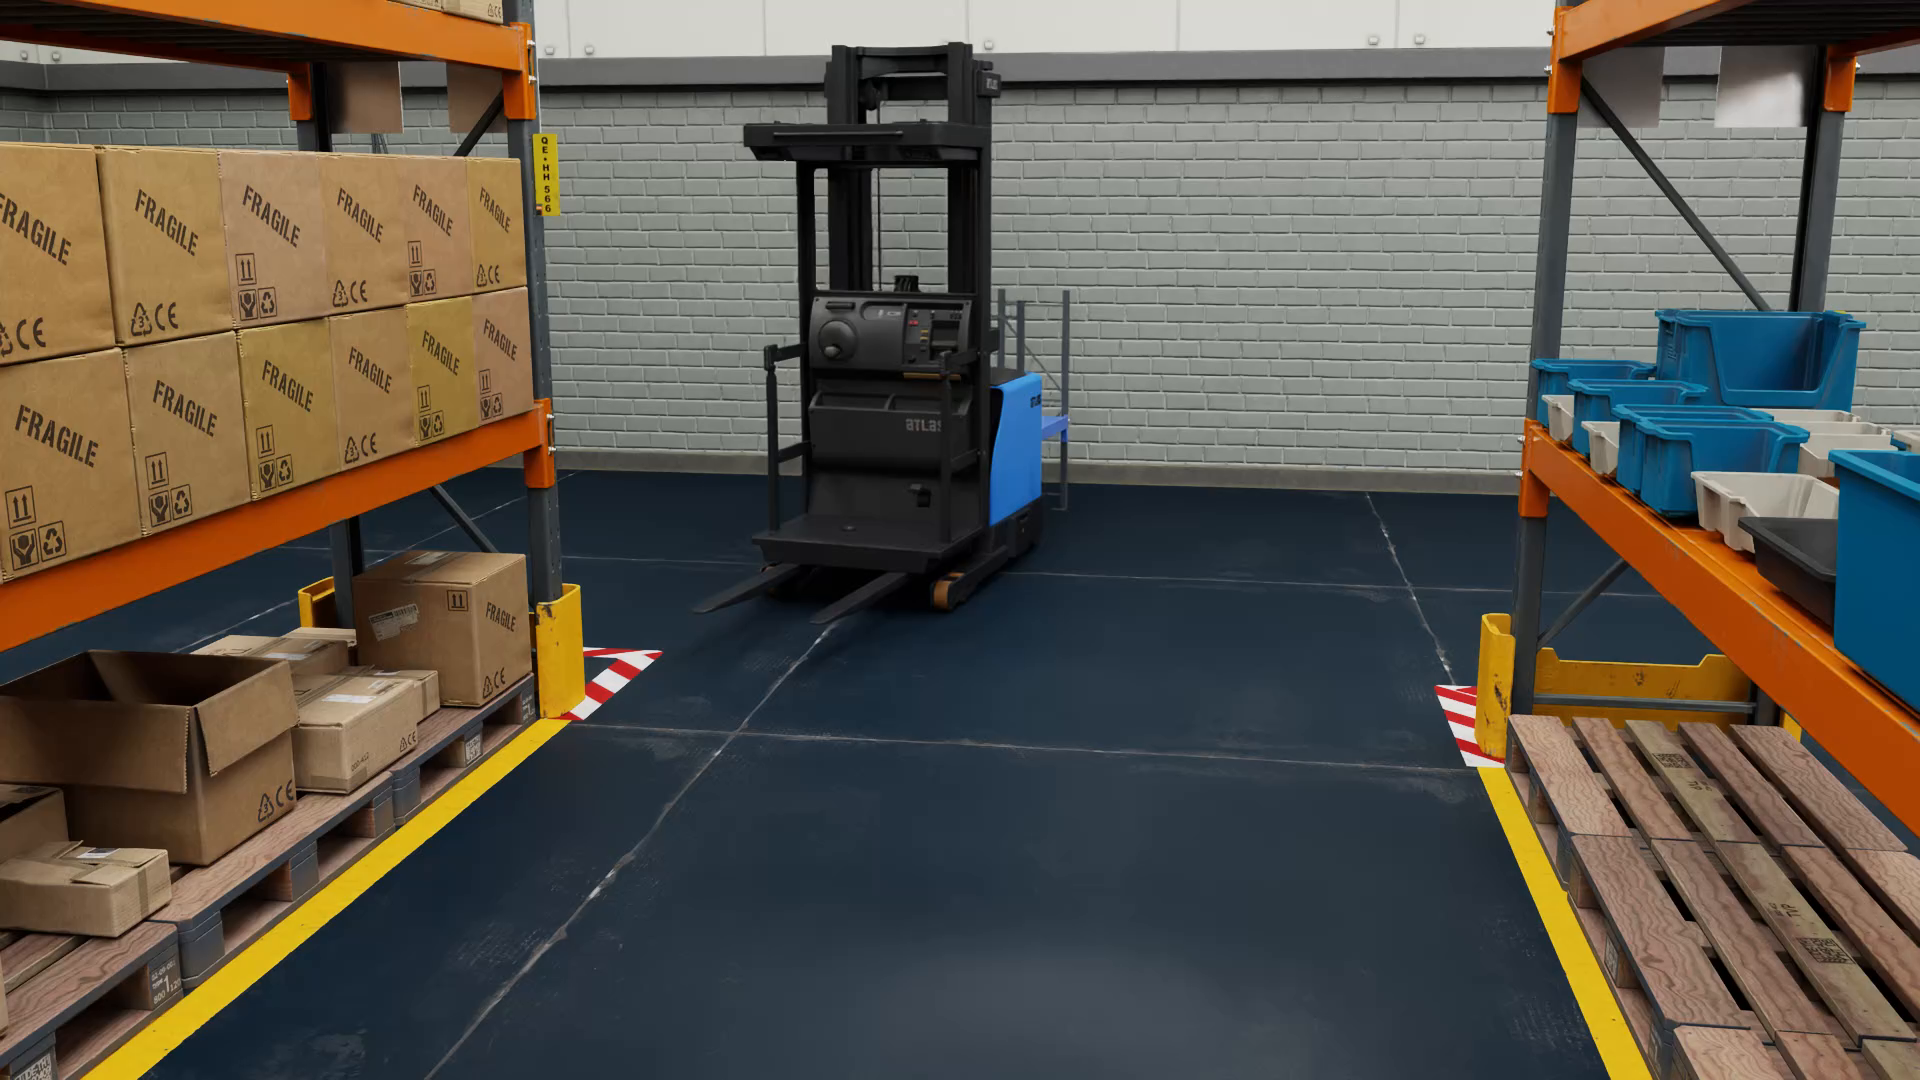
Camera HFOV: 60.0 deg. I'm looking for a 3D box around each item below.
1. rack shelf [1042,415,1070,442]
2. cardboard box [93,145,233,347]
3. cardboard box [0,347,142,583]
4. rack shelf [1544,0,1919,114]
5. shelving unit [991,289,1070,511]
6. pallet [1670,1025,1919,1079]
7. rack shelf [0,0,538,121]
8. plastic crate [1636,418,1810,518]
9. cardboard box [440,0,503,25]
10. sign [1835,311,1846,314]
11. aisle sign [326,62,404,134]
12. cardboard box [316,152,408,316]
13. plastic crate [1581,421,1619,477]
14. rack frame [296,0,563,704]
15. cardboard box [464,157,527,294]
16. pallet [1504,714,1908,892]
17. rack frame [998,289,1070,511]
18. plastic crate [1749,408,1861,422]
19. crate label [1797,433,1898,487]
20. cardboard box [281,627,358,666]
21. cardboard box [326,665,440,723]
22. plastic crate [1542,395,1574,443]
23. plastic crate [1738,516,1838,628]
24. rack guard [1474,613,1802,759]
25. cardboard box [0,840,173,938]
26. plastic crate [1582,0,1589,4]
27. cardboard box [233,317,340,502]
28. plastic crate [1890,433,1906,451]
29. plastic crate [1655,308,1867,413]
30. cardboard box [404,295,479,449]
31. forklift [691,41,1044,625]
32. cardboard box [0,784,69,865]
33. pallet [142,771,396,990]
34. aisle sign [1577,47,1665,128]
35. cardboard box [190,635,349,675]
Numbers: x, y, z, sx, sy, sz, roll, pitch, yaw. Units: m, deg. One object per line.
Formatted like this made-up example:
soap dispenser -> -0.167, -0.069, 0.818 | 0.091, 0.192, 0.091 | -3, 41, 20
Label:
rack shelf -> 0.328, -0.680, 10.940 | 0.538, 0.185, 1.000 | 4, 13, 19
cardboard box -> -2.329, -0.792, 4.435 | 0.500, 0.500, 0.500 | 2, 12, 7
cardboard box -> -2.415, -0.203, 4.079 | 0.500, 0.500, 0.500 | 2, 12, 10
rack shelf -> 2.363, -1.320, 4.087 | 1.077, 0.370, 4.000 | 2, 12, 9
shelving unit -> 0.328, -0.855, 10.903 | 0.538, 1.500, 1.048 | 4, 13, 19
pallet -> 2.131, 1.420, 3.405 | 1.003, 0.211, 1.213 | 2, 12, 9
rack shelf -> -2.531, -1.481, 4.835 | 1.077, 0.370, 4.000 | 2, 12, 9
plastic crate -> 2.059, -0.192, 4.520 | 0.416, 0.233, 0.300 | 2, 12, 9
cardboard box -> -2.041, -2.061, 6.171 | 0.500, 0.250, 0.500 | 2, 12, 9
sign -> 3.217, -0.687, 6.175 | 0.100, 0.325, 0.005 | 2, 12, 9
aisle sign -> -2.503, -2.078, 6.843 | 0.394, 0.787, 0.004 | 2, 12, 9
cardboard box -> -2.172, -1.006, 5.431 | 0.500, 0.500, 0.500 | 2, 12, 10
plastic crate -> 2.072, -0.276, 5.139 | 0.250, 0.136, 0.298 | 2, 12, 9
rack frame -> -2.223, -0.783, 7.007 | 1.000, 3.000, 0.127 | 2, 12, 9
cardboard box -> -2.020, -1.219, 6.420 | 0.500, 0.500, 0.500 | 2, 12, 8
pallet -> 2.506, 0.912, 5.762 | 1.003, 0.211, 1.213 | 2, 12, 9
rack frame -> 0.498, -0.956, 11.371 | 0.500, 1.500, 0.032 | 4, 13, 19
plastic crate -> 2.724, -0.347, 5.465 | 0.396, 0.136, 0.243 | 2, 12, 9
crate label -> 2.647, -0.228, 4.915 | 0.396, 0.136, 0.243 | 2, 12, 9
cardboard box -> -2.627, 0.471, 6.908 | 0.380, 0.149, 0.250 | 2, 12, 9
cardboard box -> -2.214, 0.589, 6.319 | 0.380, 0.166, 0.250 | 2, 12, 9
plastic crate -> 2.177, -0.417, 5.794 | 0.250, 0.136, 0.298 | 2, 12, 9
plastic crate -> 1.962, 0.074, 3.539 | 0.437, 0.125, 0.590 | 2, 12, 9
rack guard -> 2.662, 0.595, 6.547 | 1.175, 0.500, 0.348 | 2, 12, 9
cardboard box -> -2.437, 0.959, 4.606 | 0.380, 0.166, 0.250 | 2, 12, 9
plastic crate -> 2.336, -1.953, 5.627 | 0.497, 0.269, 0.590 | 2, 12, 9
cardboard box -> -2.259, -0.413, 5.054 | 0.500, 0.500, 0.500 | 2, 12, 8
plastic crate -> 2.608, -0.134, 4.248 | 0.416, 0.233, 0.300 | 2, 12, 9
plastic crate -> 2.804, -0.593, 5.897 | 0.616, 0.435, 0.499 | 2, 12, 9
cardboard box -> -2.099, -0.622, 6.022 | 0.500, 0.500, 0.500 | 2, 12, 9
forklift -> -0.453, -1.154, 8.892 | 1.130, 2.935, 3.031 | 4, 13, 19
cardboard box -> -2.915, 0.865, 4.698 | 0.500, 0.311, 0.500 | 2, 12, 9
pallet -> -2.546, 1.015, 5.282 | 1.003, 0.211, 1.213 | 2, 12, 9
aisle sign -> 2.389, -1.917, 6.099 | 0.394, 0.787, 0.004 | 2, 12, 9
cardboard box -> -2.664, 0.554, 6.285 | 0.500, 0.250, 0.500 | 2, 12, 9
